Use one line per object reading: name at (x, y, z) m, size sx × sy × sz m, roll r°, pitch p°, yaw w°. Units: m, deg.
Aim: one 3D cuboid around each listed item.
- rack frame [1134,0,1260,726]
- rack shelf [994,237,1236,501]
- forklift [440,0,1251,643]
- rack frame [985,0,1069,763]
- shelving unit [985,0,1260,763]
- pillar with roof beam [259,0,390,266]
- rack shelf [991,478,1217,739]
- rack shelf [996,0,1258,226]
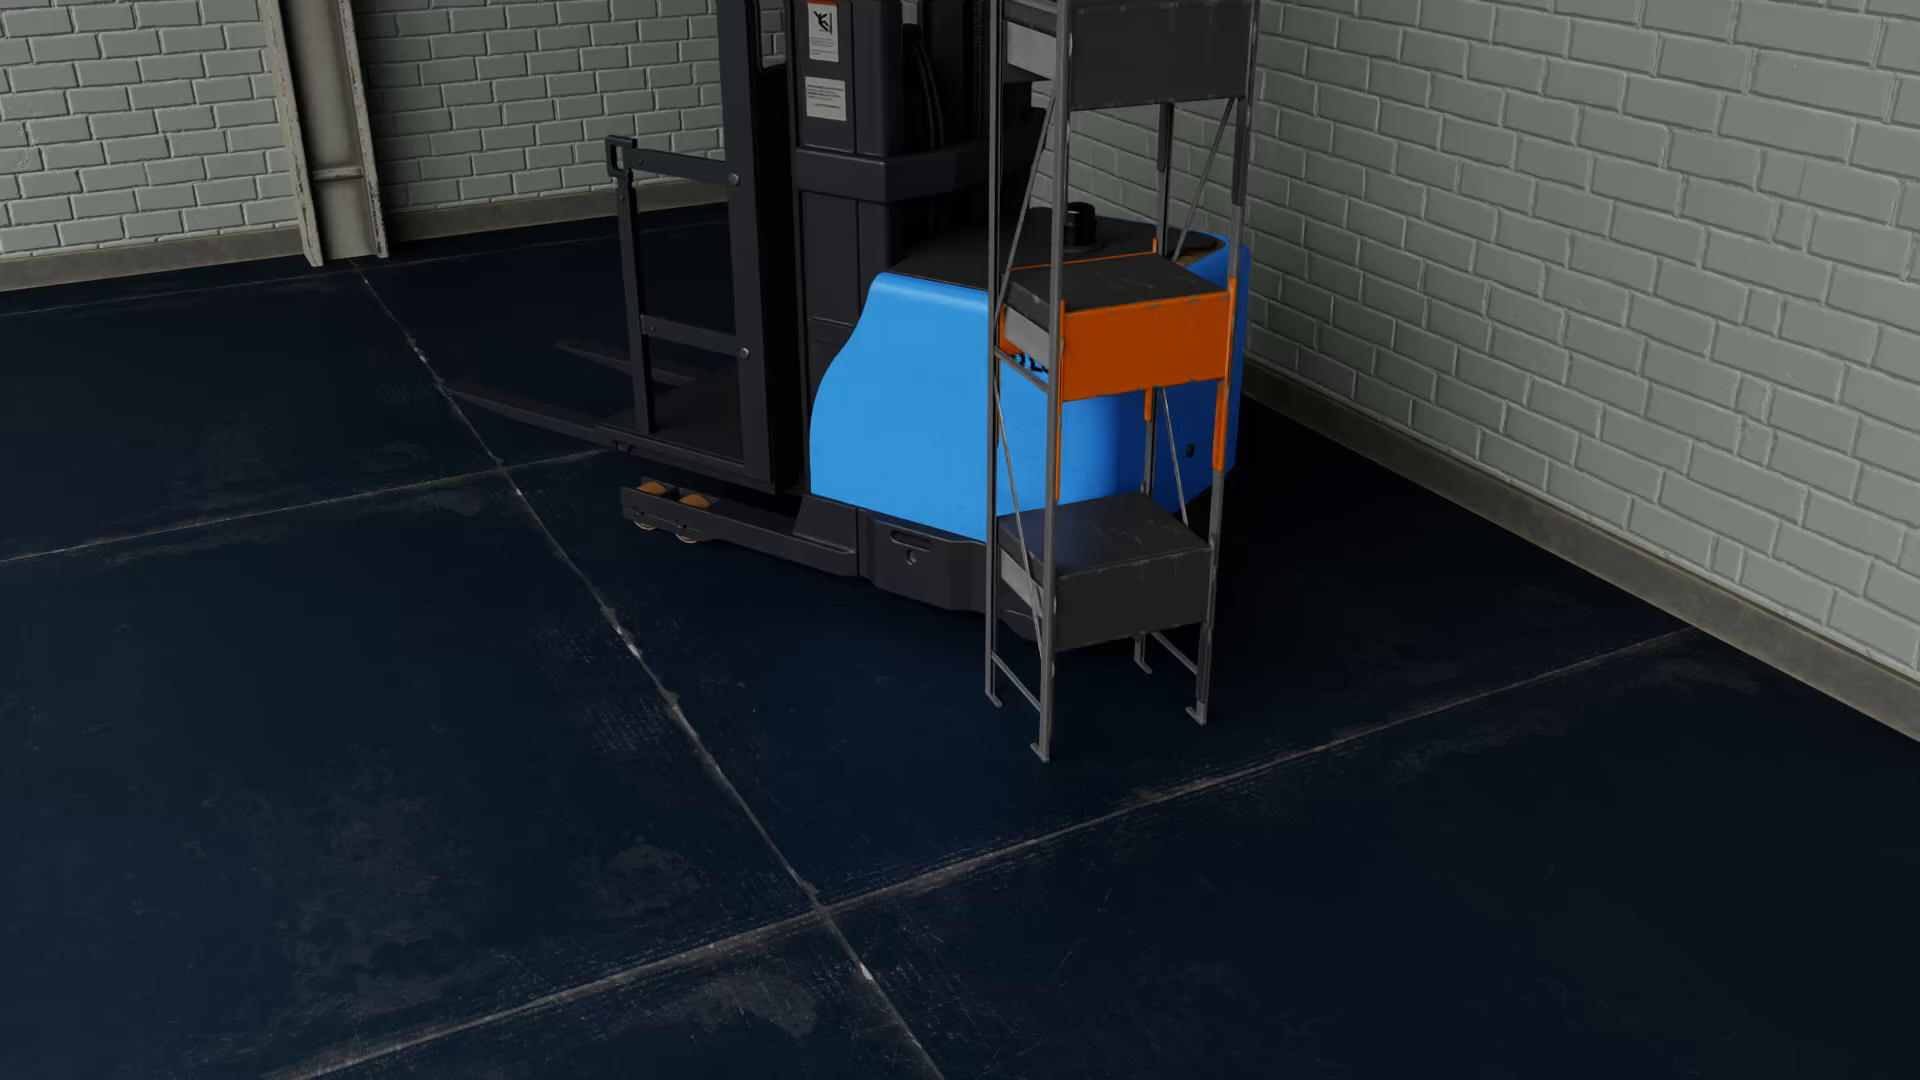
rack frame at (0.607, -0.506, 4.378) m, size 0.015 × 2.100 × 0.400 m, roll -10°, pitch 28°, yaw -20°
rack shelf at (0.382, -0.453, 4.298) m, size 0.480 × 0.518 × 0.431 m, roll -10°, pitch 28°, yaw -20°
forklift at (-0.579, -1.483, 5.453) m, size 3.031 × 2.935 × 1.130 m, roll 16°, pitch 30°, yaw 29°
rack frame at (0.157, -0.424, 4.207) m, size 0.015 × 2.100 × 0.400 m, roll -10°, pitch 28°, yaw -20°
shelving unit at (0.382, -0.465, 4.292) m, size 0.503 × 2.100 × 0.431 m, roll -10°, pitch 28°, yaw -20°
pillar with roof beam at (-1.276, -3.949, 3.579) m, size 0.400 × 9.000 × 9.100 m, roll -13°, pitch 29°, yaw -25°
rack shelf at (0.382, 0.178, 4.601) m, size 0.480 × 0.518 × 0.431 m, roll -10°, pitch 28°, yaw -20°
rack shelf at (0.382, -1.084, 3.995) m, size 0.480 × 0.518 × 0.431 m, roll -10°, pitch 28°, yaw -20°
